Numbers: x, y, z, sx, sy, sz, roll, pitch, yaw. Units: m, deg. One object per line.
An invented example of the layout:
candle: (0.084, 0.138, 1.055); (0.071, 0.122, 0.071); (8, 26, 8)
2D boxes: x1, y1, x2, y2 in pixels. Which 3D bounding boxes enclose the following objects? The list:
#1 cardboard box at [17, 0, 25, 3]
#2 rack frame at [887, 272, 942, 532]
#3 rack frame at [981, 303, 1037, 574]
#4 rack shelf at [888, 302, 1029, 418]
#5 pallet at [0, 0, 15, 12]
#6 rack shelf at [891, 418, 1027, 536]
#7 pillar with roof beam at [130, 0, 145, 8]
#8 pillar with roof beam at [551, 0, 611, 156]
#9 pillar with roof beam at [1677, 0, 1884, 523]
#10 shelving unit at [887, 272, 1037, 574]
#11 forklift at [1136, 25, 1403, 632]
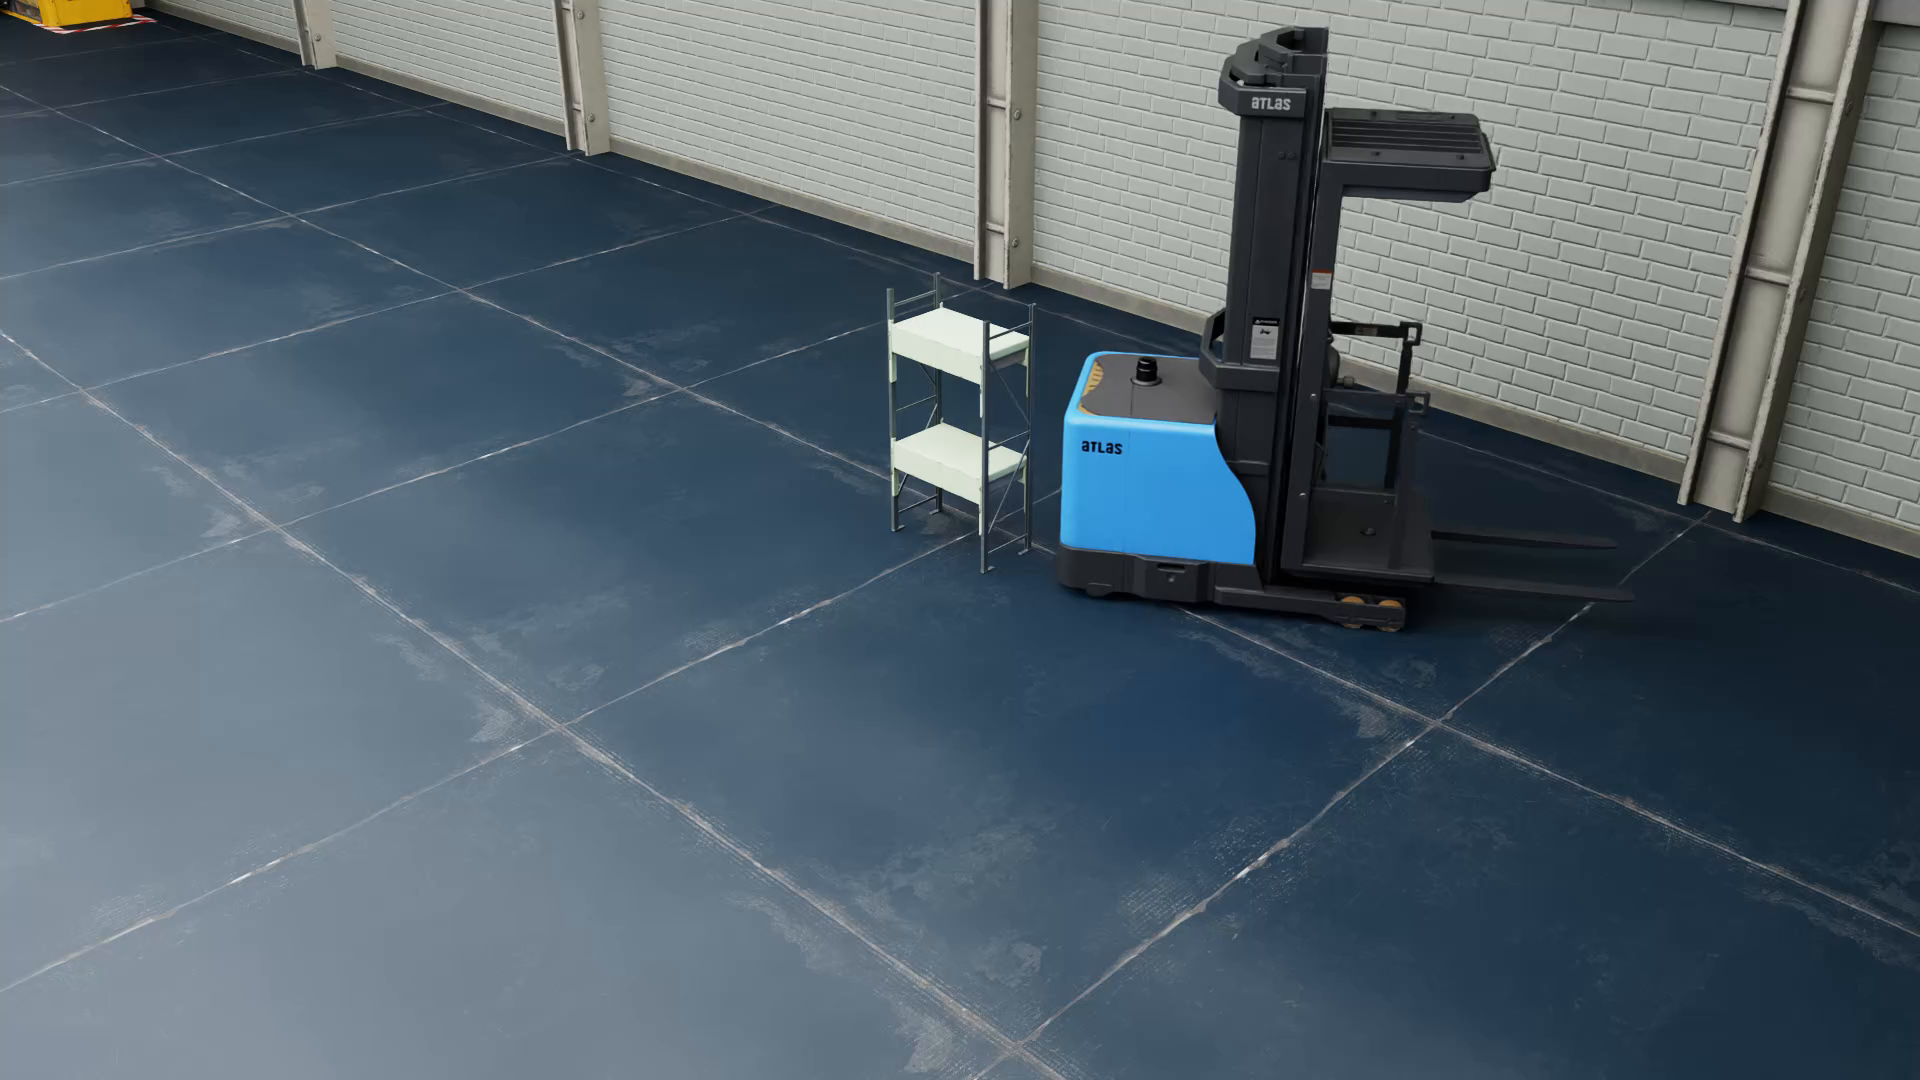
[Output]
cardboard box: (-15.544, -10.533, 25.732); (1.068, 3.350, 6.811); (-25, 37, -39)
rack frame: (-0.256, -0.781, 9.624); (0.023, 1.500, 0.400); (25, 36, 38)
rack frame: (0.266, -0.542, 9.170); (0.023, 1.500, 0.400); (25, 36, 38)
rack shelf: (0.005, -1.007, 9.215); (0.720, 0.370, 0.431); (25, 36, 38)
pallet: (-14.051, -8.247, 25.207); (1.213, 0.211, 1.003); (25, 36, 38)
rack shelf: (0.005, -0.373, 9.549); (0.720, 0.370, 0.431); (25, 36, 38)
pillar with roof beam: (-15.493, -10.600, 20.241); (0.400, 9.000, 9.100); (25, 36, 38)
pillar with roof beam: (-6.936, -6.685, 12.794); (0.400, 9.000, 9.100); (25, 36, 38)
pillar with roof beam: (1.621, -2.770, 5.348); (0.400, 9.000, 9.100); (25, 36, 38)
shelving unit: (0.005, -0.662, 9.397); (0.755, 1.500, 0.431); (25, 36, 38)
forklift: (2.104, -1.078, 8.651); (3.031, 2.935, 1.121); (5, 28, 10)
